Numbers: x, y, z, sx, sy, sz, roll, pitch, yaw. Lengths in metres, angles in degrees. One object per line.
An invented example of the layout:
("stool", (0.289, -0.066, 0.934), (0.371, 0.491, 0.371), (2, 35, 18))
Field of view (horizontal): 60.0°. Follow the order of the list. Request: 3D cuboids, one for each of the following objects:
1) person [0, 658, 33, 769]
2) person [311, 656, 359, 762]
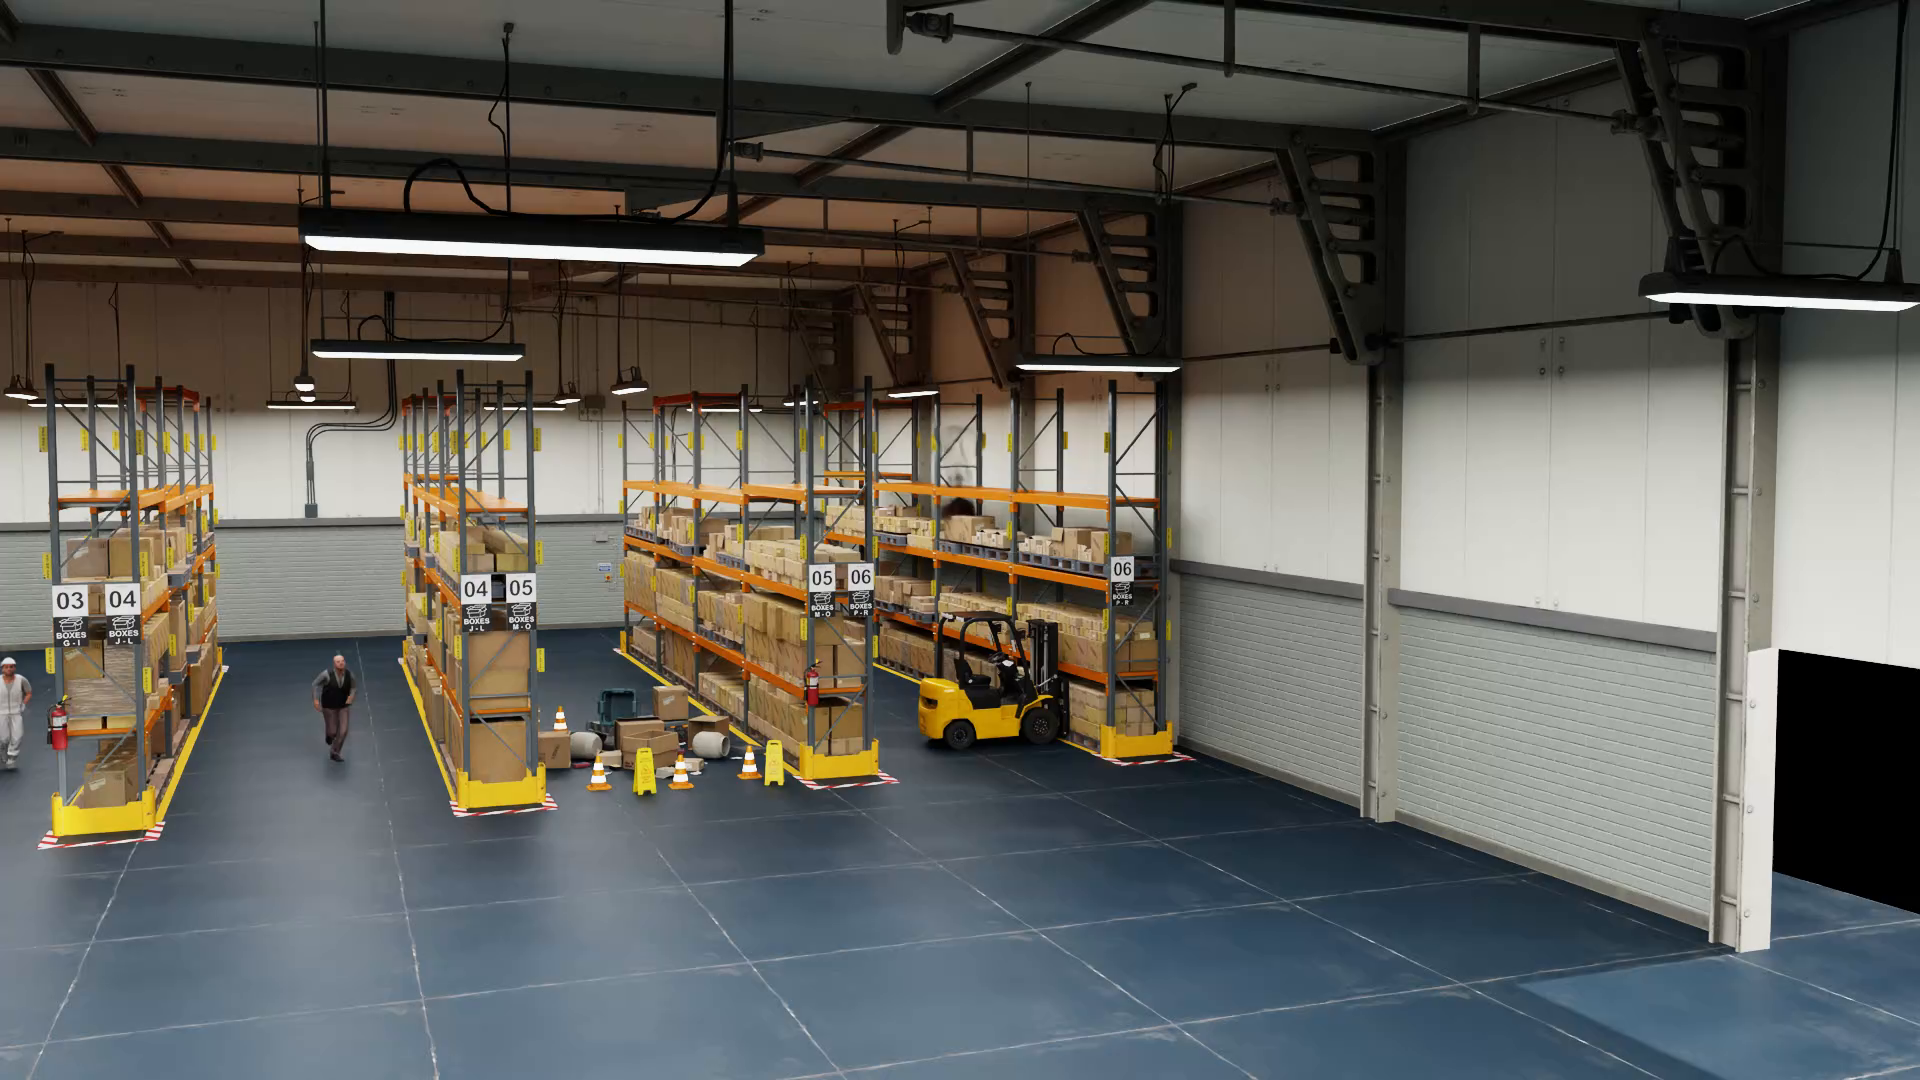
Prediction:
("person", (-14.487, 2.652, 25.312), (0.670, 1.732, 0.633), (-2, 4, -35))
("person", (-9.848, 2.652, 26.239), (0.691, 1.680, 0.691), (-2, 4, -35))
